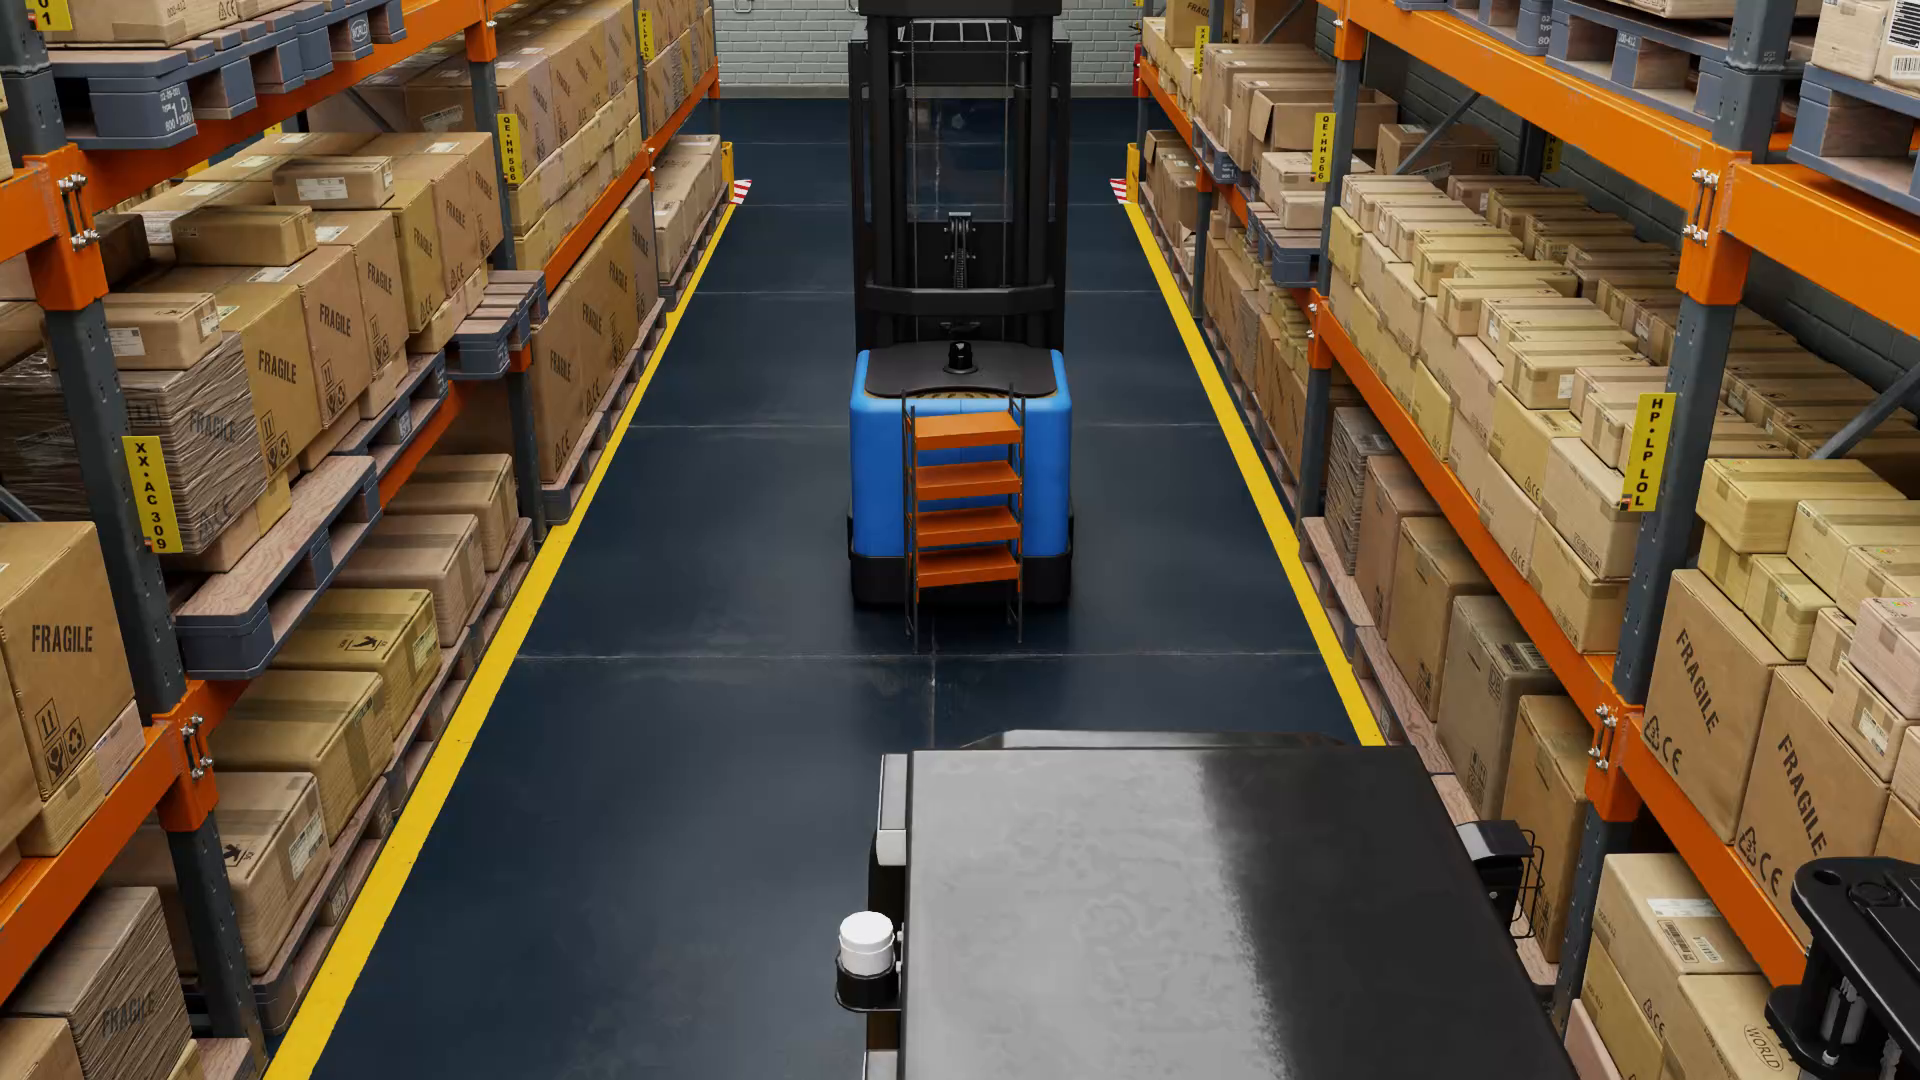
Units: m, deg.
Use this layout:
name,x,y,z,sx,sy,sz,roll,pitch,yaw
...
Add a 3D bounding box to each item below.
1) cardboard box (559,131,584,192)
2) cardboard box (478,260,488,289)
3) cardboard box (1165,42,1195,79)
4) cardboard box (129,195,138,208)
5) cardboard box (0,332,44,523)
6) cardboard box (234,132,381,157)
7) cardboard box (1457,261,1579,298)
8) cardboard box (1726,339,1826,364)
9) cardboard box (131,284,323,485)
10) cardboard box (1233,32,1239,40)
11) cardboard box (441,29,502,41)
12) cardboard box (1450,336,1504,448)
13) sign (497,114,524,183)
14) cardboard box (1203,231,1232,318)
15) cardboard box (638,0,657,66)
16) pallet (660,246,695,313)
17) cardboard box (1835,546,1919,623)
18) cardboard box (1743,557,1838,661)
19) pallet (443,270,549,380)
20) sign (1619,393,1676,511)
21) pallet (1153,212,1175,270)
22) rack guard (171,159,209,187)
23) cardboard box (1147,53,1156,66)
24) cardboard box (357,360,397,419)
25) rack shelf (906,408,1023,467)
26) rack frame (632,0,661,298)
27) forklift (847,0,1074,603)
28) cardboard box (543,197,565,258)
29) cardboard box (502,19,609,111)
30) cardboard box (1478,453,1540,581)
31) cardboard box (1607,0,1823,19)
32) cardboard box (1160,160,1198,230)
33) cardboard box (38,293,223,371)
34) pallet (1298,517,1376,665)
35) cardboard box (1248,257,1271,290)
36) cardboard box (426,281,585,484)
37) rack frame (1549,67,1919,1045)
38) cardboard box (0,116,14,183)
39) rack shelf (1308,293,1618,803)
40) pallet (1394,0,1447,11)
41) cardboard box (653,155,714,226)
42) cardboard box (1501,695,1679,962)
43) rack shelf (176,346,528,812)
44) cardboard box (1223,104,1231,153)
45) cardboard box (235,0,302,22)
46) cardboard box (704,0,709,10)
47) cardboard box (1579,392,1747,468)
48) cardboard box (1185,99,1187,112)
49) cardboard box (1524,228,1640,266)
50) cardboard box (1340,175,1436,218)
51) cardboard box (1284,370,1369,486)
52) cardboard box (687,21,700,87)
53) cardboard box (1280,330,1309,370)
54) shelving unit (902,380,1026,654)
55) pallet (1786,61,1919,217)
name,x,y,z,sx,sy,sz,roll,pitch,yaw
cardboard box,-2.441,-2.152,9.443,0.500,0.250,0.500,0,24,-1
cardboard box,-2.370,-1.197,7.552,0.380,0.149,0.250,0,24,0
cardboard box,1.968,-3.936,13.634,0.500,0.250,0.500,-1,24,-2
cardboard box,-7.470,-2.957,14.597,0.380,0.149,0.250,0,24,0
cardboard box,-2.875,-0.278,4.732,0.500,0.500,0.500,-1,24,-2
cardboard box,-2.911,-1.550,7.546,0.500,0.500,0.500,-1,24,-2
cardboard box,2.112,-0.958,6.320,0.380,0.149,0.250,0,24,-1
cardboard box,2.557,-0.546,5.408,0.380,0.149,0.250,0,24,-1
cardboard box,-2.365,-0.489,5.200,0.500,0.500,0.500,0,24,0
cardboard box,2.467,-4.147,14.100,0.500,0.250,0.500,1,24,1
cardboard box,-2.963,-2.702,9.749,0.500,0.500,0.500,-1,24,-1
cardboard box,2.049,-0.523,5.842,0.500,0.250,0.500,0,24,0
sign,-2.142,-1.862,7.918,0.100,0.325,0.005,0,24,-1
cardboard box,2.015,-1.888,11.809,0.500,0.500,0.500,1,24,2
cardboard box,-2.491,-3.711,11.980,0.500,0.500,0.500,0,24,0
pallet,-2.658,-2.056,13.039,1.003,0.211,1.213,0,24,-1
cardboard box,2.134,0.129,3.556,0.380,0.149,0.250,-1,24,-2
cardboard box,2.067,0.158,3.851,0.380,0.149,0.250,0,24,1
pallet,-2.570,-0.984,7.518,1.213,0.211,1.003,0,24,-1
sign,1.780,-0.225,4.298,0.100,0.325,0.005,0,24,-1
pallet,2.212,-2.553,14.138,1.003,0.211,1.213,0,24,-1
rack guard,-7.720,-3.427,15.720,1.175,0.500,0.348,0,24,-1
cardboard box,1.921,-4.433,15.217,0.380,0.149,0.250,0,24,-1
cardboard box,-2.317,-0.559,6.142,0.380,0.149,0.250,1,24,1
rack shelf,0.013,-0.454,7.344,0.480,0.148,0.258,-5,25,-11
rack frame,-2.728,-3.012,11.771,1.000,3.000,0.127,0,24,-1
forklift,-0.003,-1.595,8.720,1.130,2.935,3.031,0,24,0
cardboard box,-2.462,-1.710,9.073,0.500,0.250,0.500,-1,24,-2
cardboard box,-2.473,-2.908,10.206,0.500,0.500,0.500,0,24,1
cardboard box,2.044,-0.085,5.480,0.500,0.250,0.500,0,24,-1
cardboard box,2.071,-1.600,4.485,0.500,0.311,0.500,-1,24,-2
cardboard box,1.980,-2.914,14.076,0.500,0.500,0.500,0,24,0
cardboard box,-2.292,-0.579,4.612,0.380,0.149,0.250,0,24,-1
pallet,2.249,0.222,8.003,1.003,0.211,1.213,0,24,-1
cardboard box,2.050,-1.697,10.600,0.380,0.149,0.250,1,24,1
cardboard box,-2.609,-0.872,9.108,0.875,0.875,0.875,0,24,-1
rack frame,2.322,0.260,4.535,1.000,3.000,0.127,0,24,-1
cardboard box,-2.332,-0.839,3.631,0.380,0.149,0.250,0,24,0
rack shelf,2.301,-0.236,6.505,1.077,0.370,4.000,0,24,-1
pallet,2.376,-2.389,6.982,1.213,0.211,1.003,1,24,2
cardboard box,-2.646,-3.036,14.422,0.875,0.438,0.875,0,24,1
cardboard box,2.305,0.936,5.413,0.875,0.625,0.625,1,24,2
rack shelf,-2.663,-0.212,6.452,1.077,0.370,4.000,0,24,-1
cardboard box,1.867,-2.592,10.495,0.396,0.266,0.258,1,24,2
cardboard box,-2.253,-1.657,4.807,0.500,0.250,0.500,-1,24,-1
cardboard box,-2.529,-4.964,14.752,0.500,0.500,0.500,1,24,1
cardboard box,2.076,-0.327,4.924,0.380,0.149,0.250,-1,24,-1
cardboard box,1.952,-3.374,12.876,0.380,0.149,0.250,0,24,1
cardboard box,2.539,-1.173,6.795,0.380,0.149,0.250,0,24,-1
cardboard box,1.988,-1.596,7.731,0.380,0.149,0.250,0,24,1
cardboard box,2.059,-0.614,8.991,0.500,0.500,0.500,0,24,1
cardboard box,-2.496,-4.090,14.032,0.500,0.500,0.500,0,24,1
cardboard box,1.986,-1.051,9.170,0.380,0.149,0.250,-1,24,-3
shelving unit,0.013,-0.096,7.506,0.503,1.200,0.258,-5,25,-11
pallet,2.358,-0.715,3.158,1.003,0.211,1.213,0,24,-1
